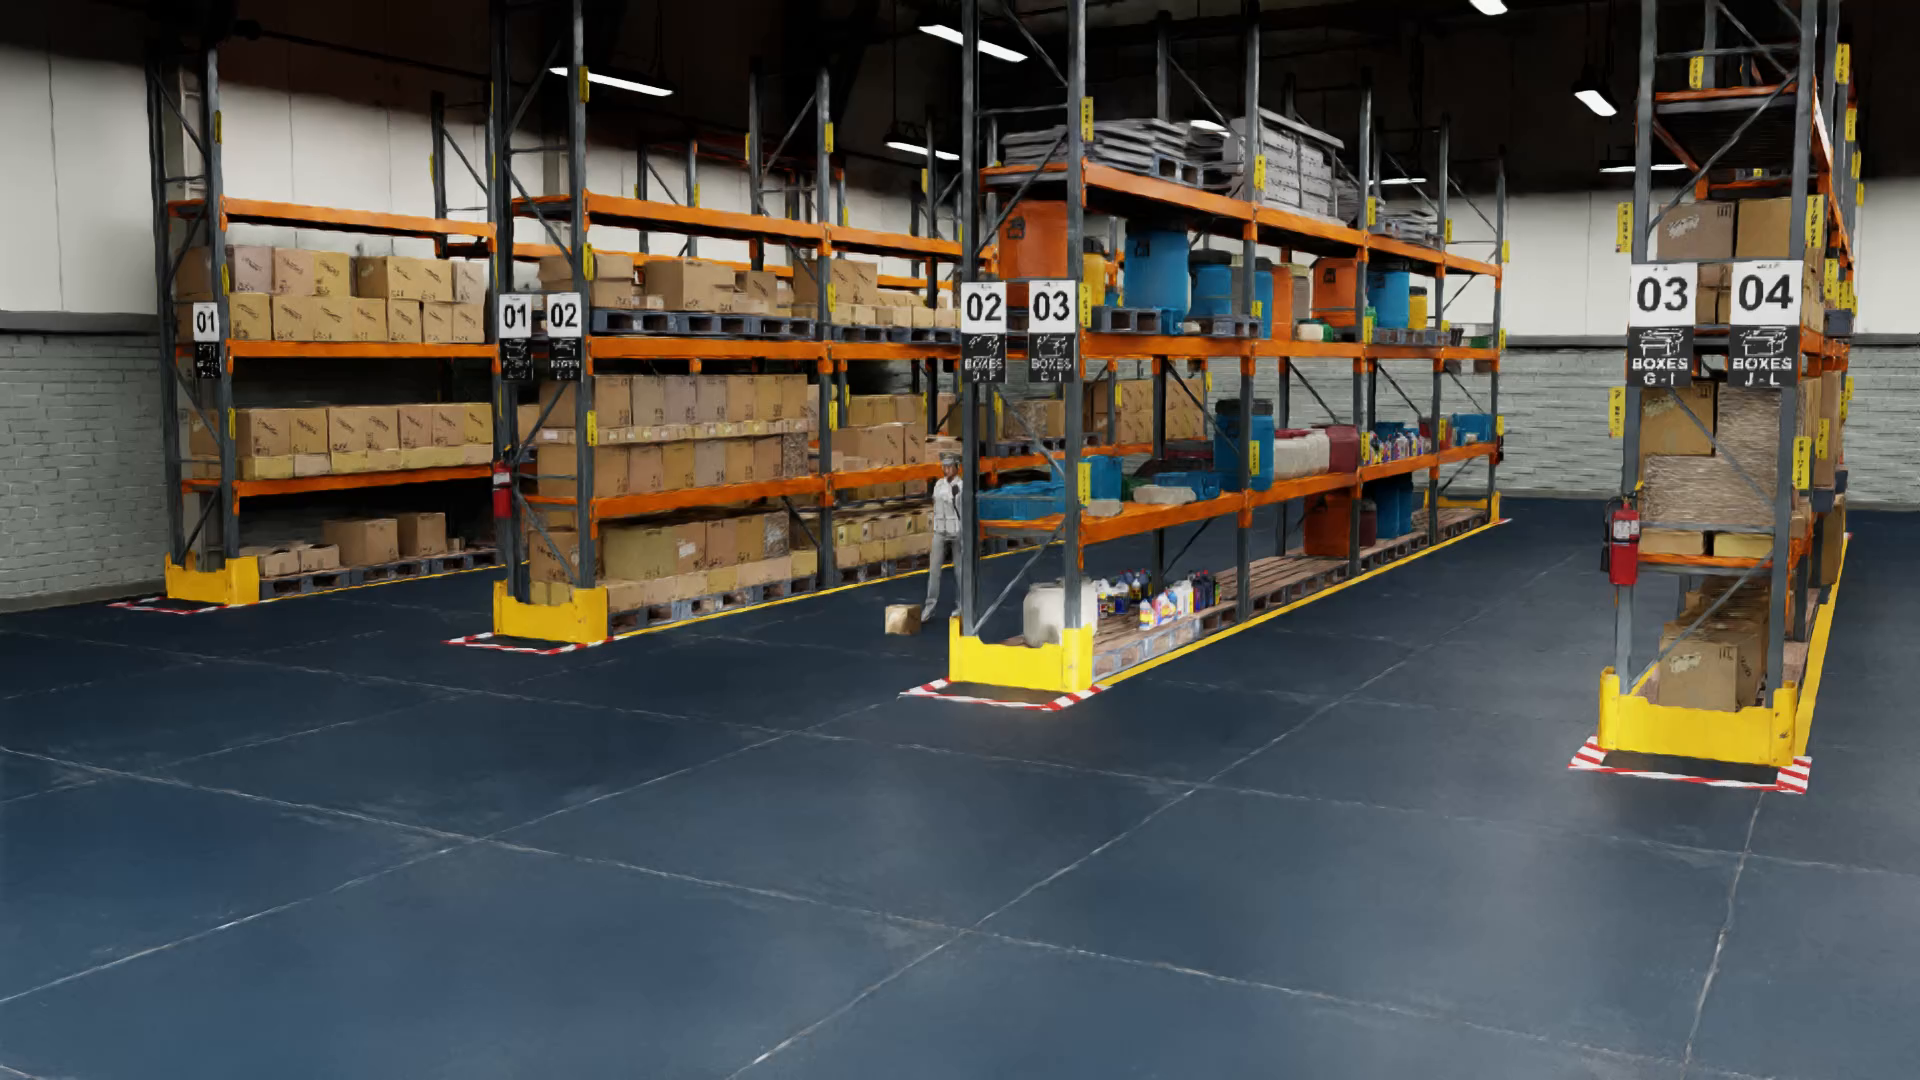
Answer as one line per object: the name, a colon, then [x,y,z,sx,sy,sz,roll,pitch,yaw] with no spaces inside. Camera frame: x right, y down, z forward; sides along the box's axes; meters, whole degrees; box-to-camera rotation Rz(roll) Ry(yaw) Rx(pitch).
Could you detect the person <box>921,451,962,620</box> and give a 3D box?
person: [-0.111,-0.053,16.628,0.482,1.674,0.686,3,7,26]
